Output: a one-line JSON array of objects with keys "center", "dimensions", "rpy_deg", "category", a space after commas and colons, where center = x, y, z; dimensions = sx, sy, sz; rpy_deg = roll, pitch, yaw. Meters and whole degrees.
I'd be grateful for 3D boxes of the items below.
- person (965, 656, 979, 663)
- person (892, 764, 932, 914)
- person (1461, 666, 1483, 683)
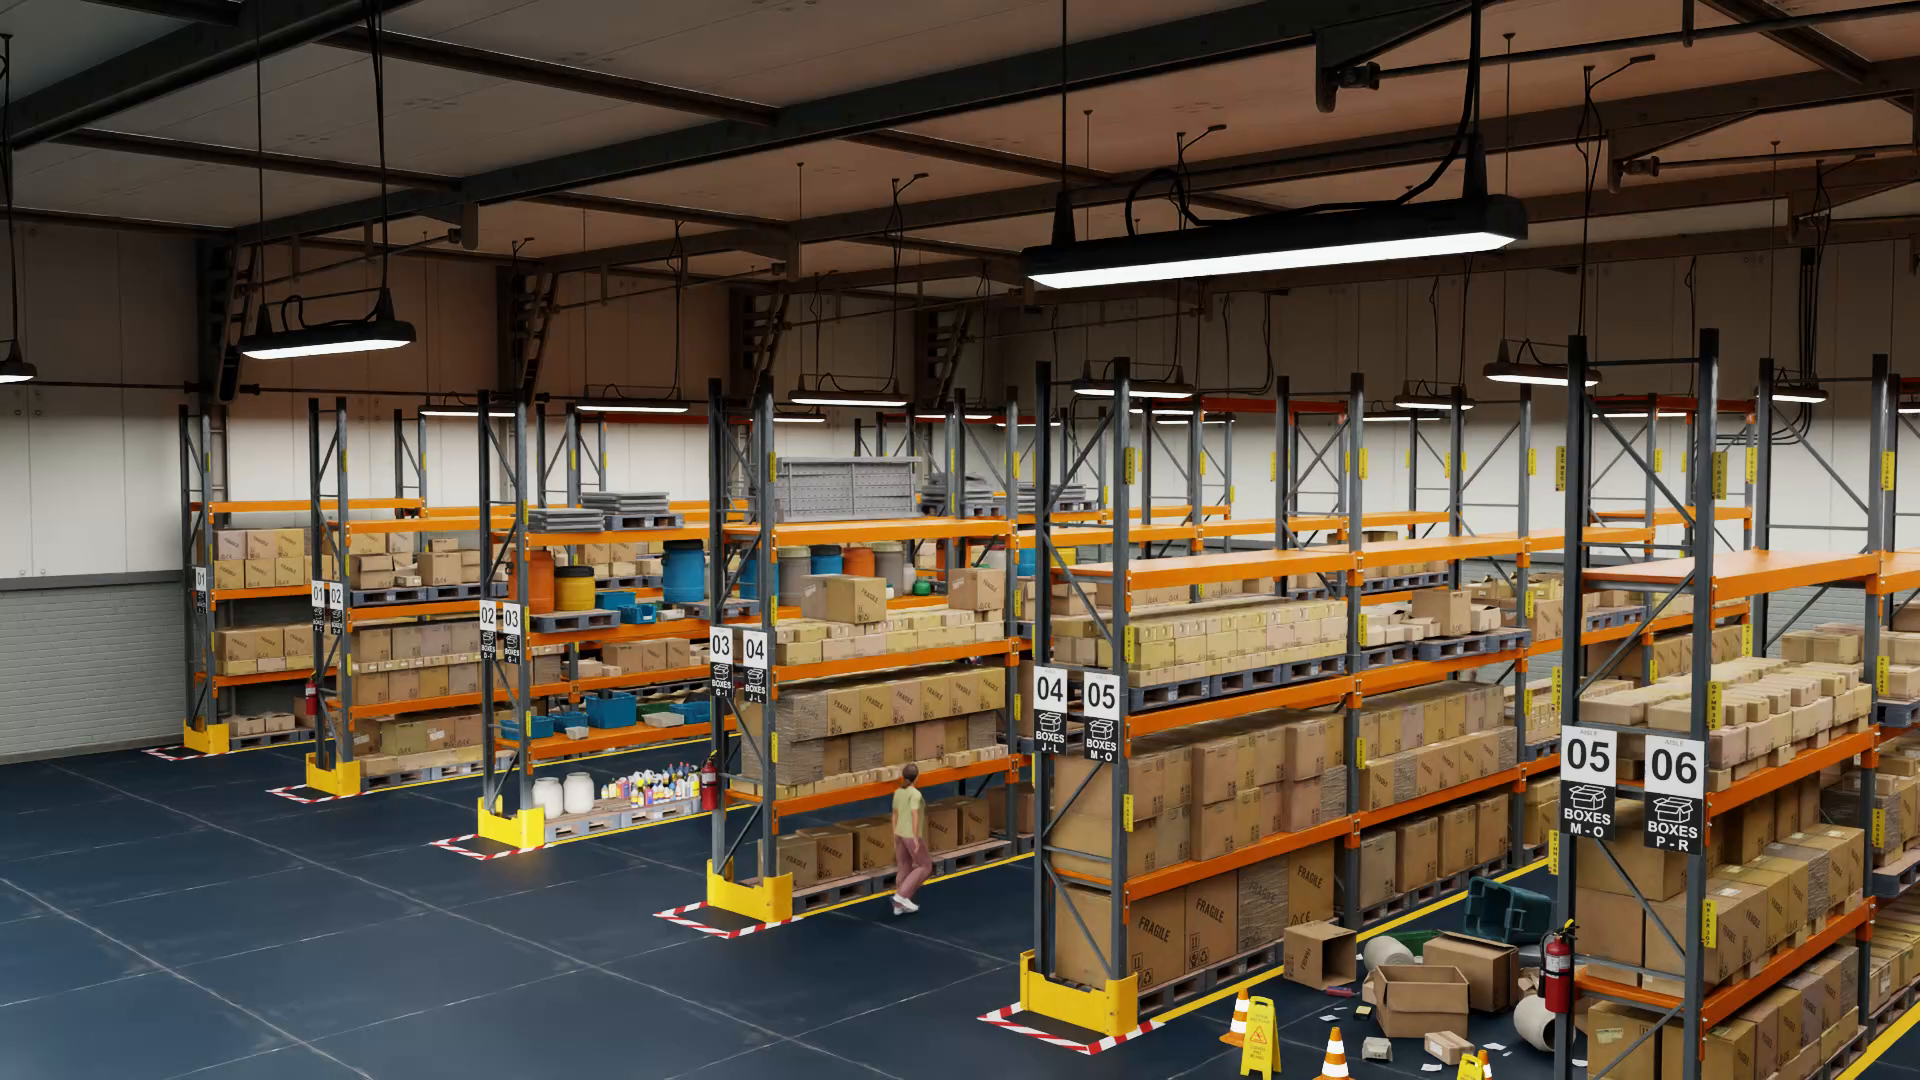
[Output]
[{"center": [0.139, 2.597, 31.841], "dimensions": [0.966, 1.716, 0.616], "rpy_deg": [-2, 4, -38], "category": "person"}, {"center": [-0.592, 3.358, 18.612], "dimensions": [0.471, 1.633, 0.489], "rpy_deg": [-2, 4, -35], "category": "person"}, {"center": [10.510, 2.511, 33.950], "dimensions": [0.834, 1.691, 0.548], "rpy_deg": [0, 3, 7], "category": "person"}]
